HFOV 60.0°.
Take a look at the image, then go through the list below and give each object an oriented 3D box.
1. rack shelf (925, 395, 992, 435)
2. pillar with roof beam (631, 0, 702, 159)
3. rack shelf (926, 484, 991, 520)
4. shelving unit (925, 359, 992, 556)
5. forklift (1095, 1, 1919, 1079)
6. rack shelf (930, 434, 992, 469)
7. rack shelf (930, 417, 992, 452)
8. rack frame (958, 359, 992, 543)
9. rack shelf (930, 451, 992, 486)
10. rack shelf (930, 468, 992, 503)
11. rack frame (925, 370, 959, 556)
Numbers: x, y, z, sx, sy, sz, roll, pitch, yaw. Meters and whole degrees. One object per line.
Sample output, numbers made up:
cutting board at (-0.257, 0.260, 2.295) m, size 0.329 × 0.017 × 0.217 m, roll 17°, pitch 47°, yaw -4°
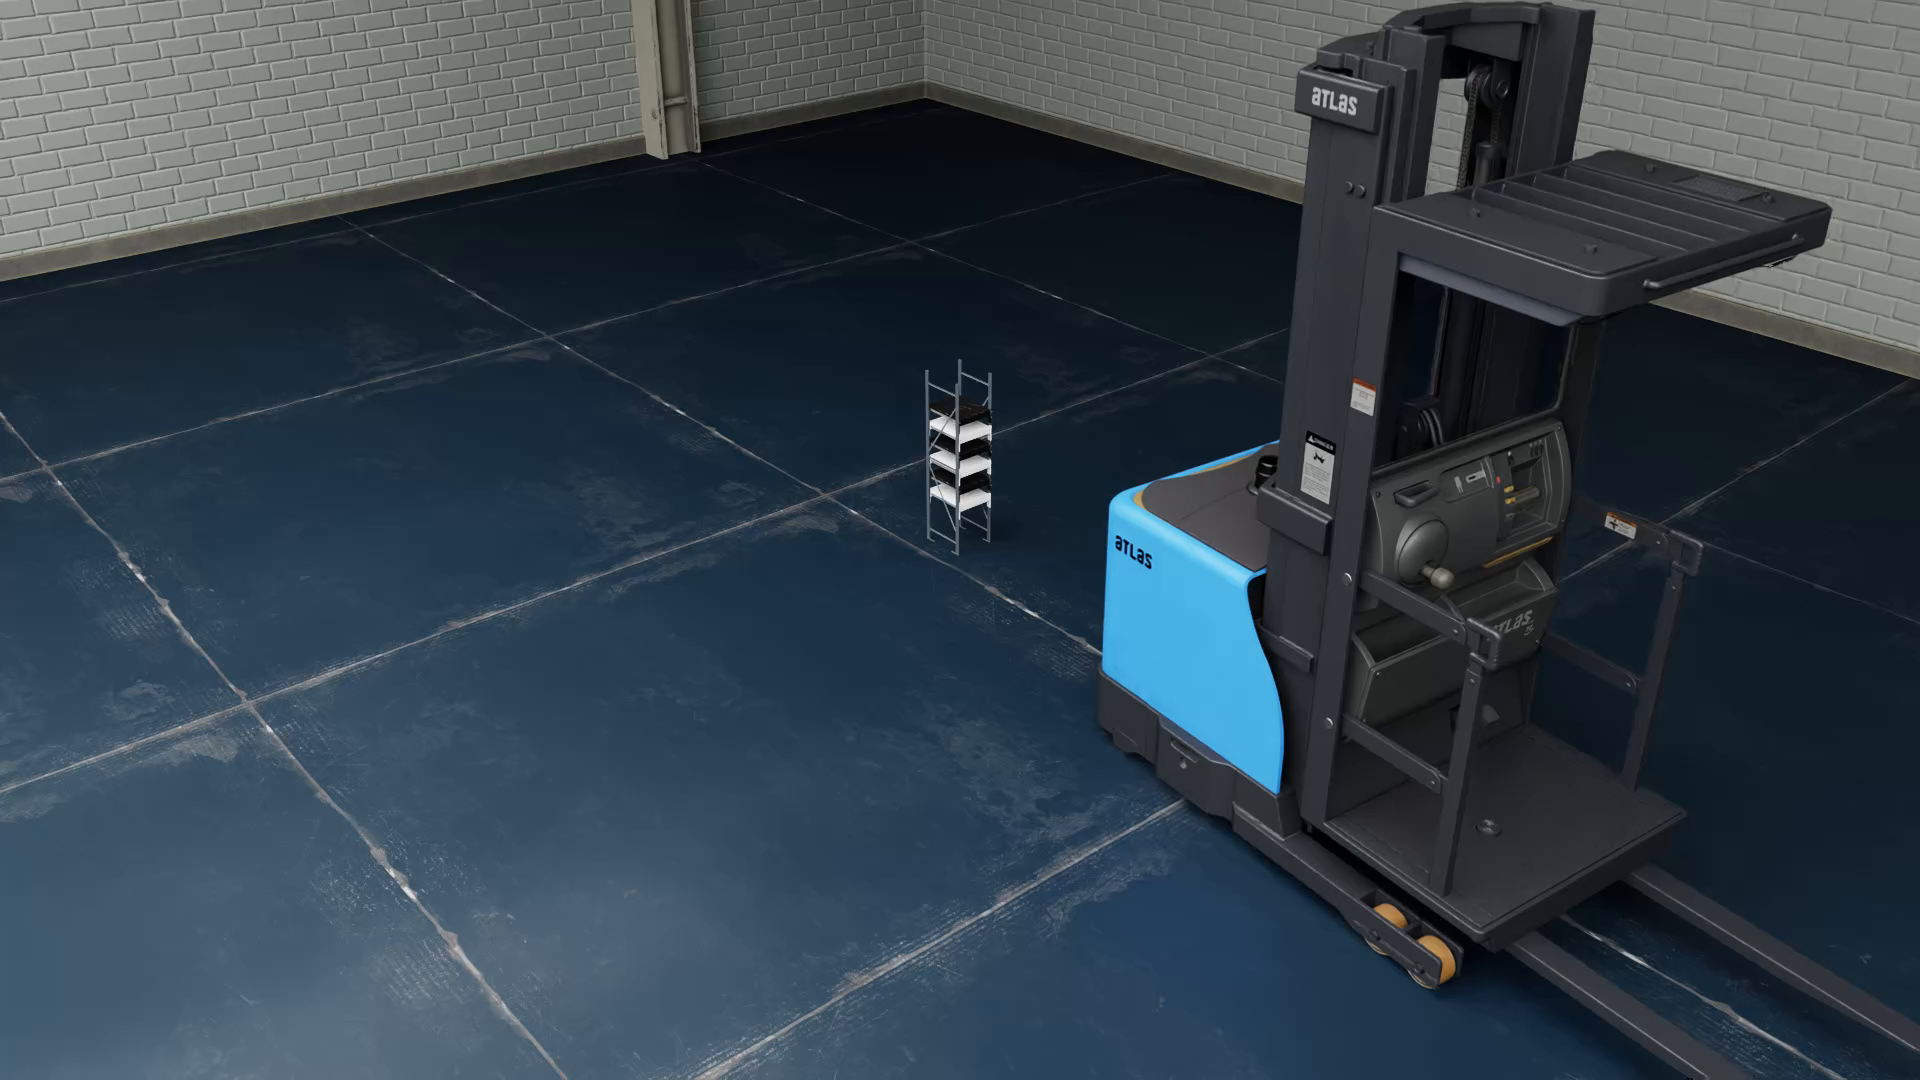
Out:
rack shelf at (-0.006, -0.603, 7.922) m, size 0.200 × 0.077 × 0.258 m, roll -22°, pitch 35°, yaw -35°
pillar with roof beam at (0.270, -5.841, 9.633) m, size 0.400 × 9.000 × 9.100 m, roll -22°, pitch 35°, yaw -35°
rack shelf at (-0.006, -0.206, 8.134) m, size 0.200 × 0.077 × 0.258 m, roll -22°, pitch 35°, yaw -35°
shelving unit at (-0.006, -0.394, 8.033) m, size 0.210 × 0.900 × 0.258 m, roll -22°, pitch 35°, yaw -35°
forklift at (1.800, -0.076, 5.282) m, size 1.130 × 2.935 × 3.031 m, roll -18°, pitch 33°, yaw -30°
rack shelf at (-0.006, -0.444, 8.007) m, size 0.200 × 0.077 × 0.258 m, roll -22°, pitch 35°, yaw -35°
rack shelf at (-0.006, -0.524, 7.964) m, size 0.200 × 0.077 × 0.258 m, roll -22°, pitch 35°, yaw -35°
rack frame at (0.071, -0.426, 8.091) m, size 0.006 × 0.900 × 0.240 m, roll -22°, pitch 35°, yaw -35°
rack shelf at (-0.006, -0.365, 8.049) m, size 0.200 × 0.077 × 0.258 m, roll -22°, pitch 35°, yaw -35°
rack shelf at (-0.006, -0.286, 8.091) m, size 0.200 × 0.077 × 0.258 m, roll -22°, pitch 35°, yaw -35°
rack frame at (-0.084, -0.363, 7.975) m, size 0.006 × 0.900 × 0.240 m, roll -22°, pitch 35°, yaw -35°
